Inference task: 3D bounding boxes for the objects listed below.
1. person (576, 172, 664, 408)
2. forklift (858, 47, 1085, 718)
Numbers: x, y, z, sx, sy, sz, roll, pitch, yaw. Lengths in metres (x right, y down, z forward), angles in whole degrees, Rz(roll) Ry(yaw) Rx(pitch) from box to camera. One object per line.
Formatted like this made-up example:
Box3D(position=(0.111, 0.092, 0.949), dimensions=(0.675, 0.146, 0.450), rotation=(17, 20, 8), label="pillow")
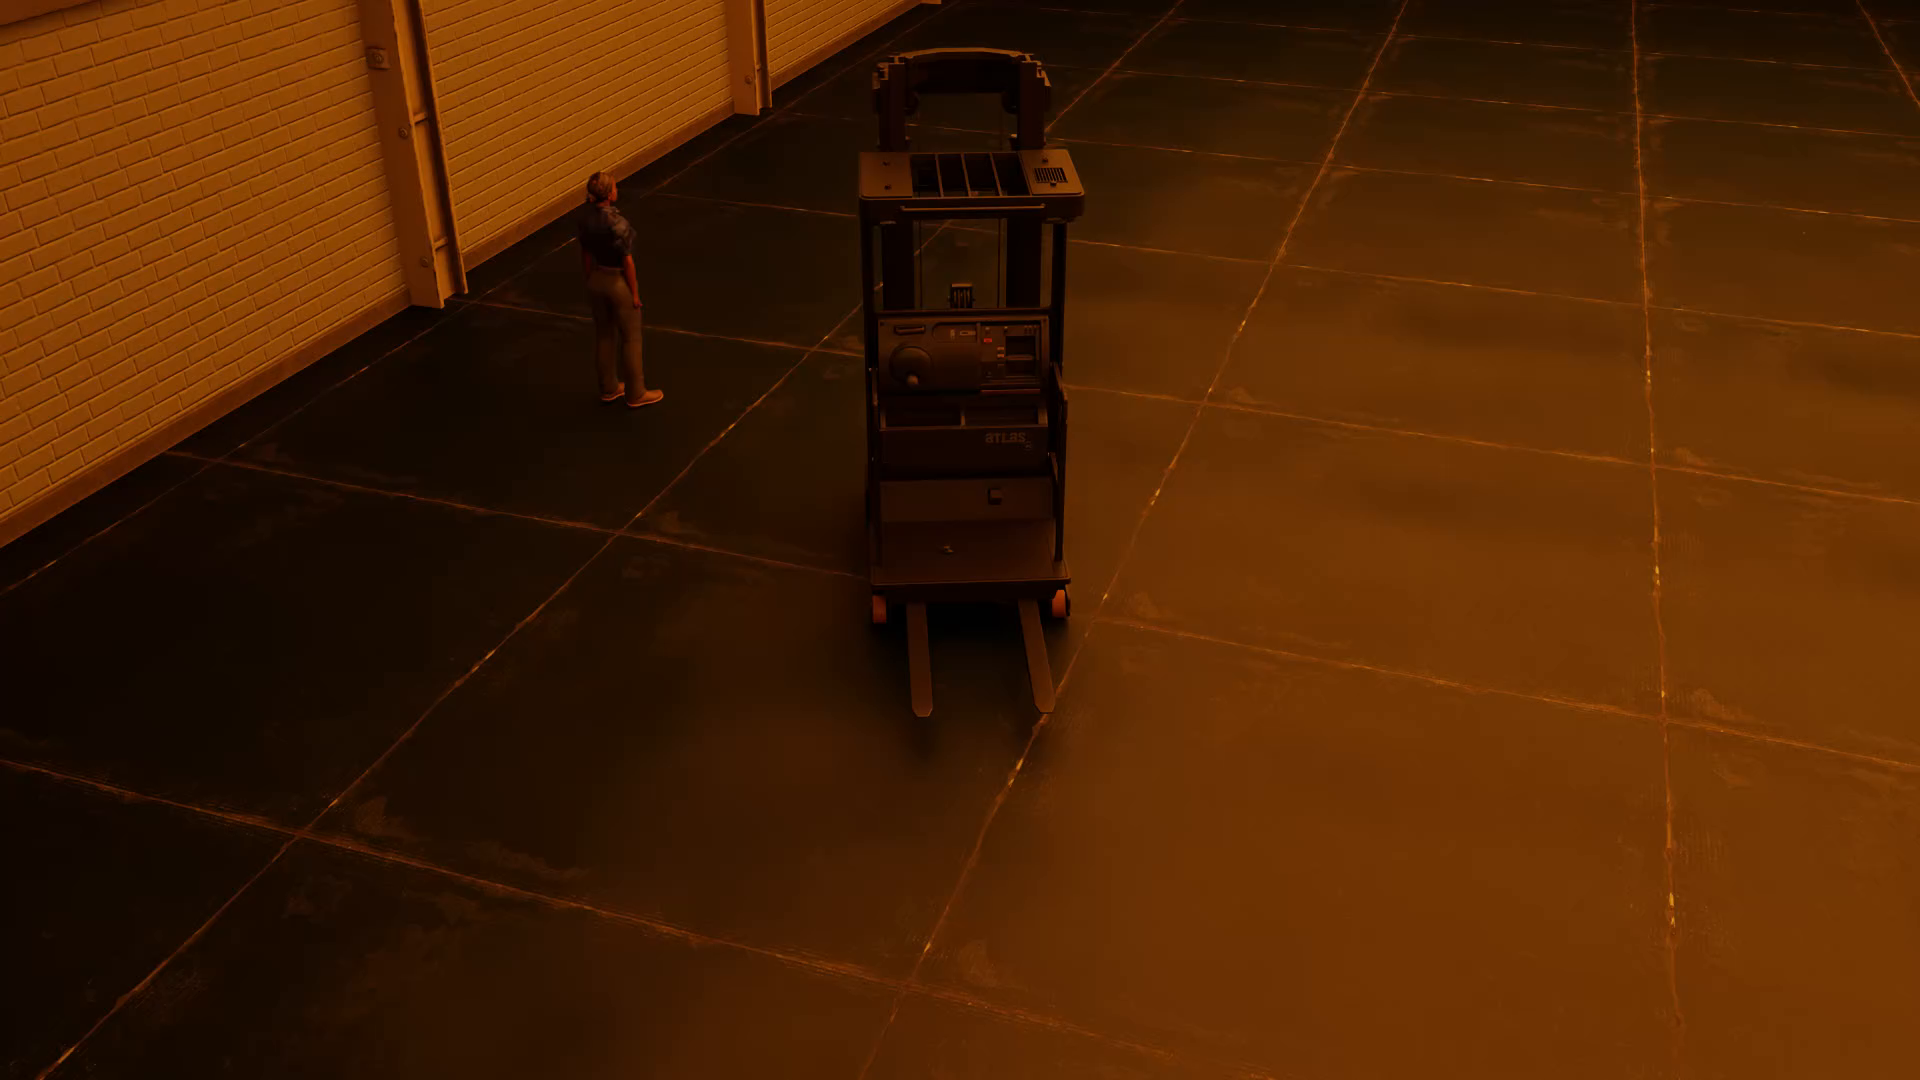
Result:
Box3D(position=(-2.366, -1.725, 11.452), dimensions=(0.447, 1.661, 0.328), rotation=(16, 34, 26), label="person")
Box3D(position=(0.035, -0.972, 8.842), dimensions=(1.130, 2.935, 3.031), rotation=(-2, 30, -3), label="forklift")
